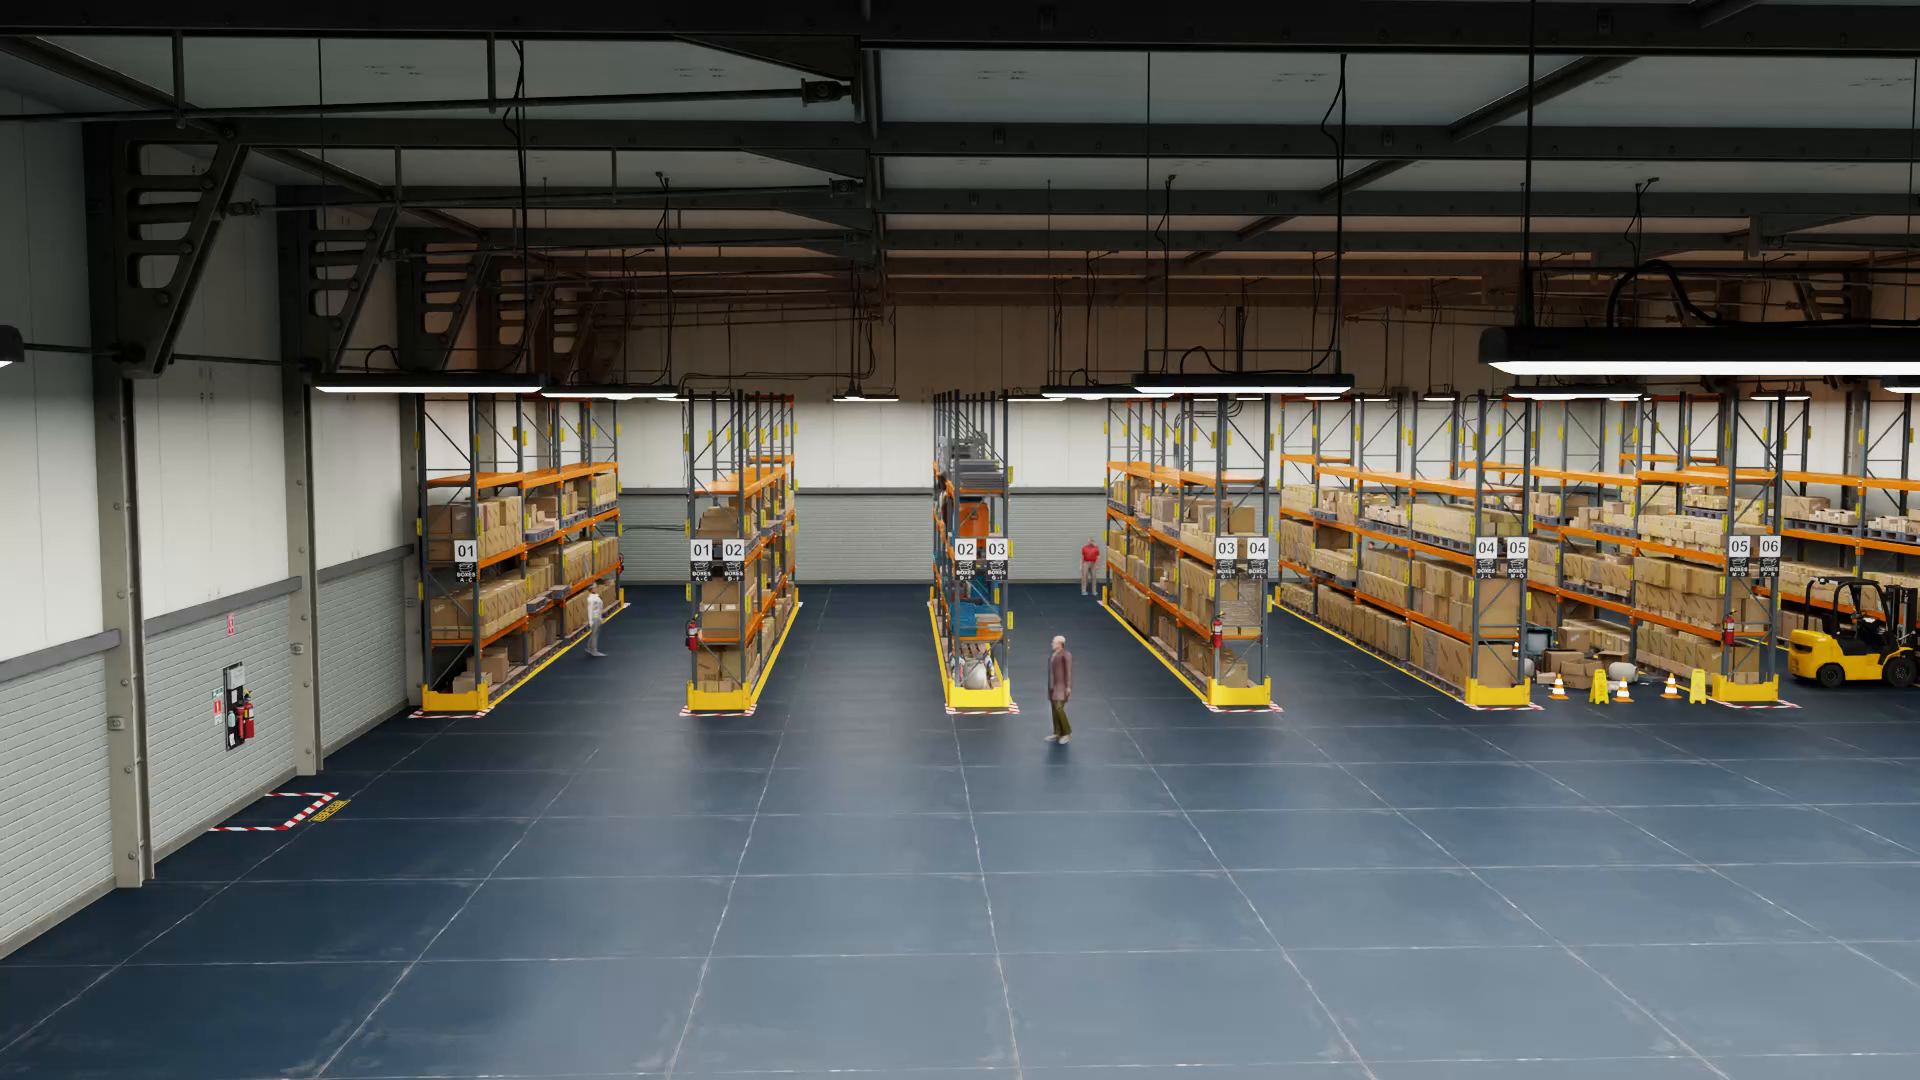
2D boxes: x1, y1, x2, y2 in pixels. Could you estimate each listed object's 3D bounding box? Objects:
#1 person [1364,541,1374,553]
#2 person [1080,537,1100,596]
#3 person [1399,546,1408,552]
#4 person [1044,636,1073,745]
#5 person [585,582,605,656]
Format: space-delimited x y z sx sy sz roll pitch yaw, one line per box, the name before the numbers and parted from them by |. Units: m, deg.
person | 12.294 0.846 49.581 0.423 1.602 1.048 0 5 -2
person | 3.894 0.794 49.873 0.600 1.734 0.384 -1 5 -14
person | 13.389 0.776 50.472 0.463 1.675 0.421 -1 5 -16
person | 1.646 2.532 28.224 0.414 1.804 0.644 -3 5 -29
person | -8.303 1.797 37.785 0.456 1.684 0.509 -1 5 -10
